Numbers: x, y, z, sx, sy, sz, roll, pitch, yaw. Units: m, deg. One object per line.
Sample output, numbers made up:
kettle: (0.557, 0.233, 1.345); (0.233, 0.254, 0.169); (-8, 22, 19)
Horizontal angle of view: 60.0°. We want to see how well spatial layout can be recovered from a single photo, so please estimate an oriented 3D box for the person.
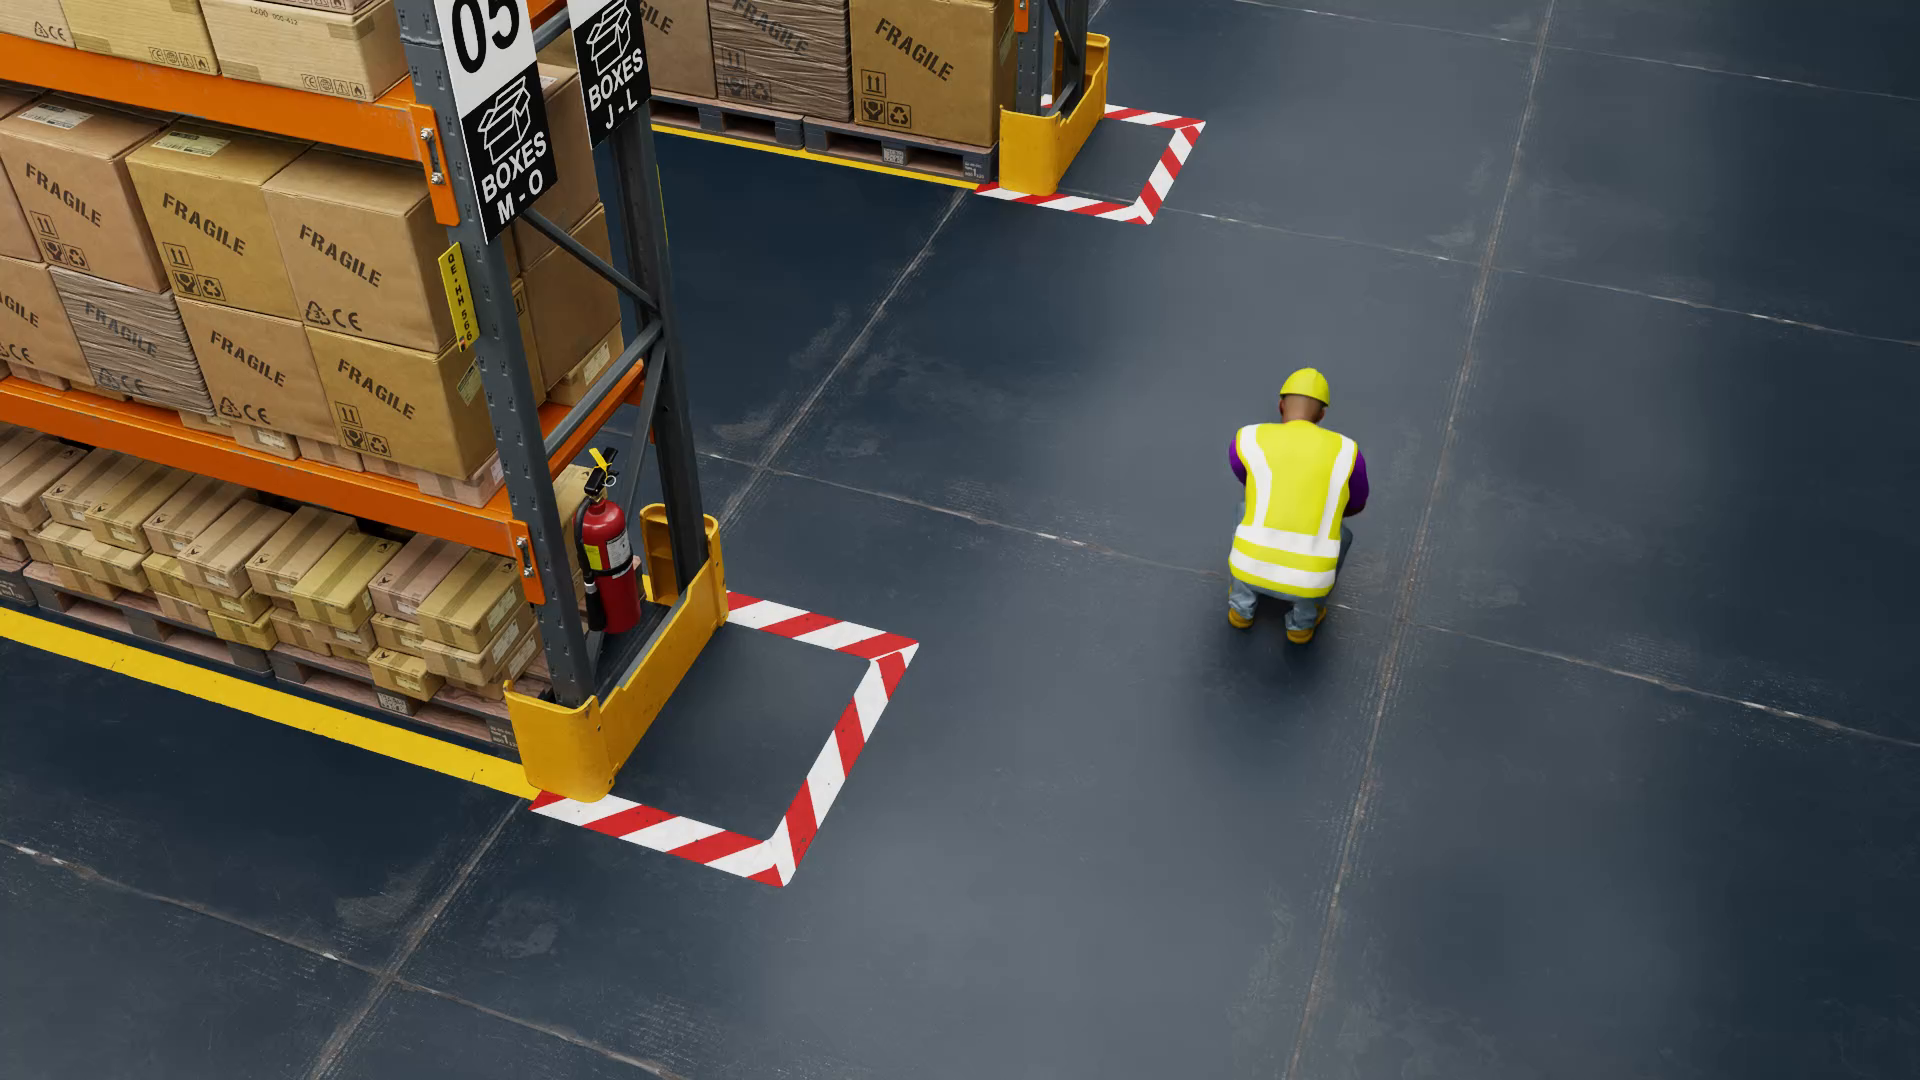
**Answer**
person: (1.375, -0.146, 6.896); (0.586, 0.999, 0.881); (13, 43, 15)
